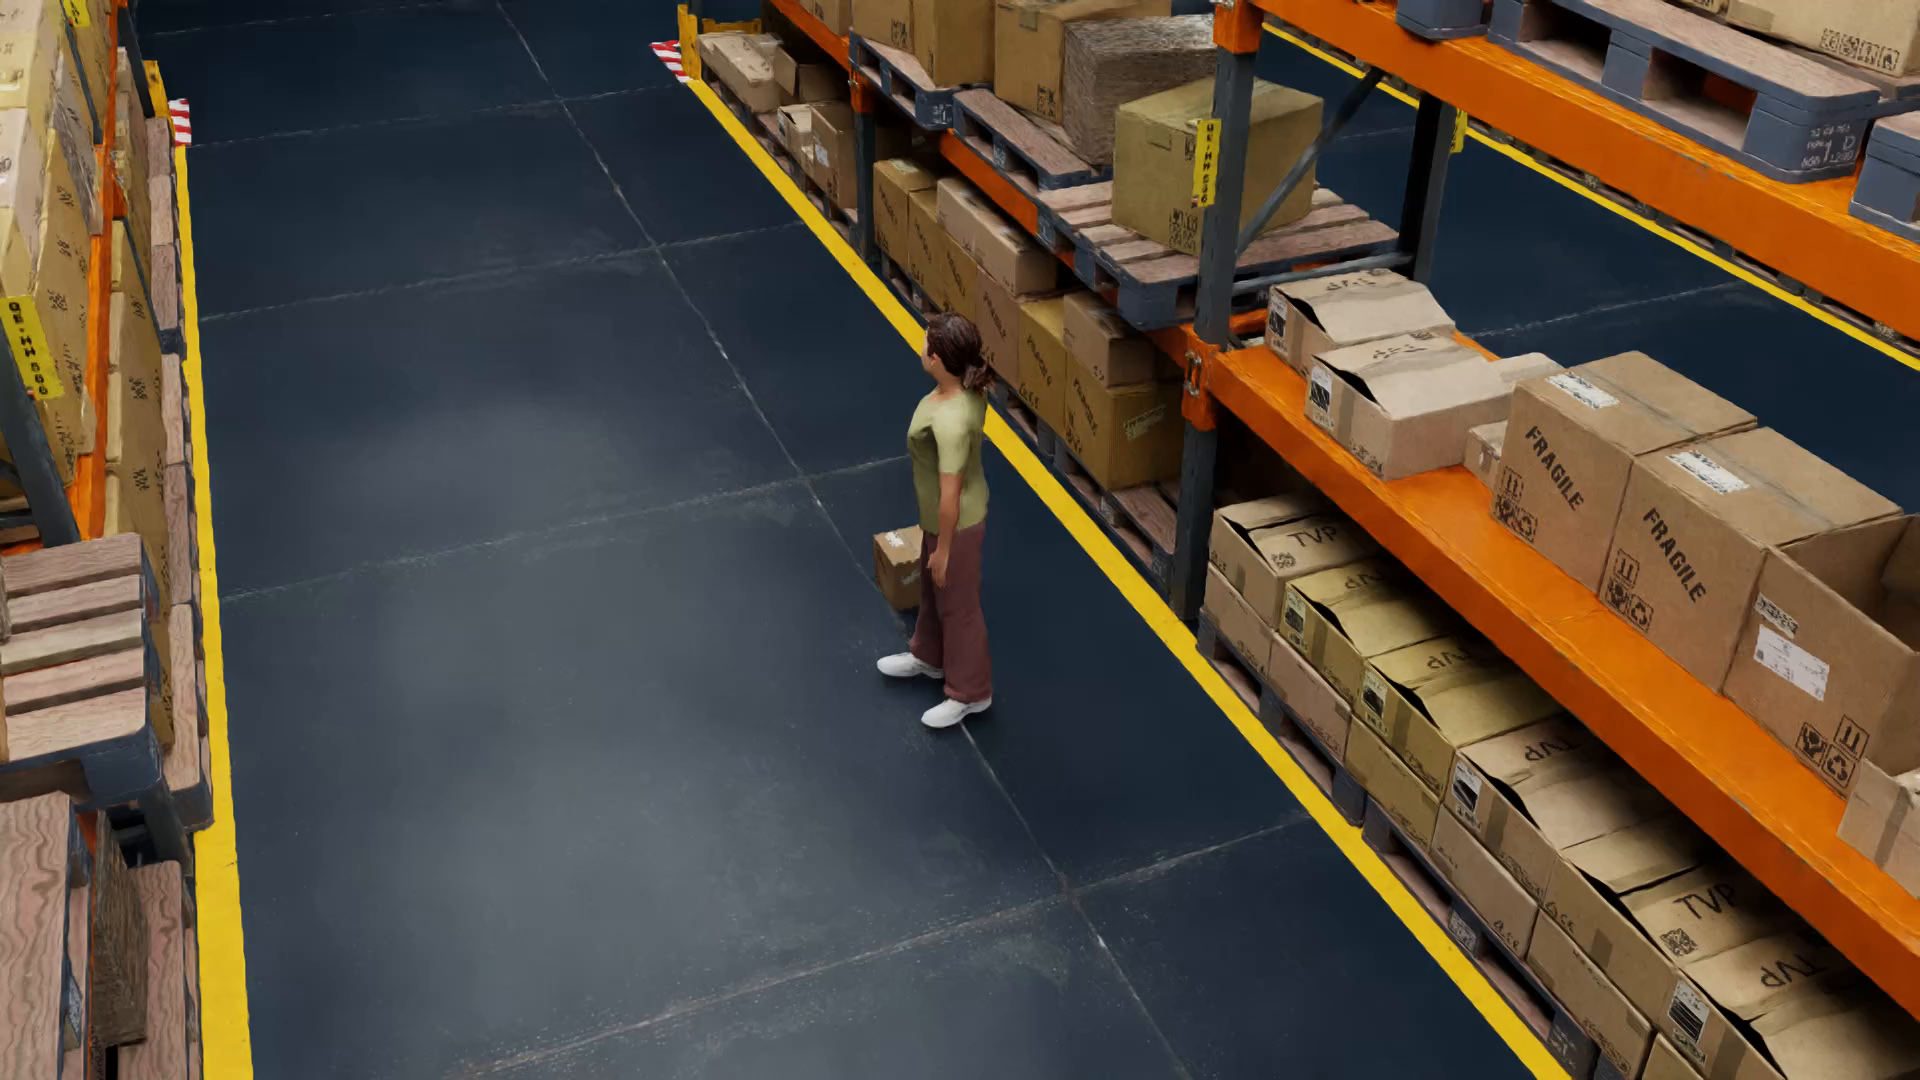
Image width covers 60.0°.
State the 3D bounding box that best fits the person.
[{"bbox_3d":[-0.105,-0.074,6.215,0.492,1.675,0.532,3,34,5],"label":"person"}]
